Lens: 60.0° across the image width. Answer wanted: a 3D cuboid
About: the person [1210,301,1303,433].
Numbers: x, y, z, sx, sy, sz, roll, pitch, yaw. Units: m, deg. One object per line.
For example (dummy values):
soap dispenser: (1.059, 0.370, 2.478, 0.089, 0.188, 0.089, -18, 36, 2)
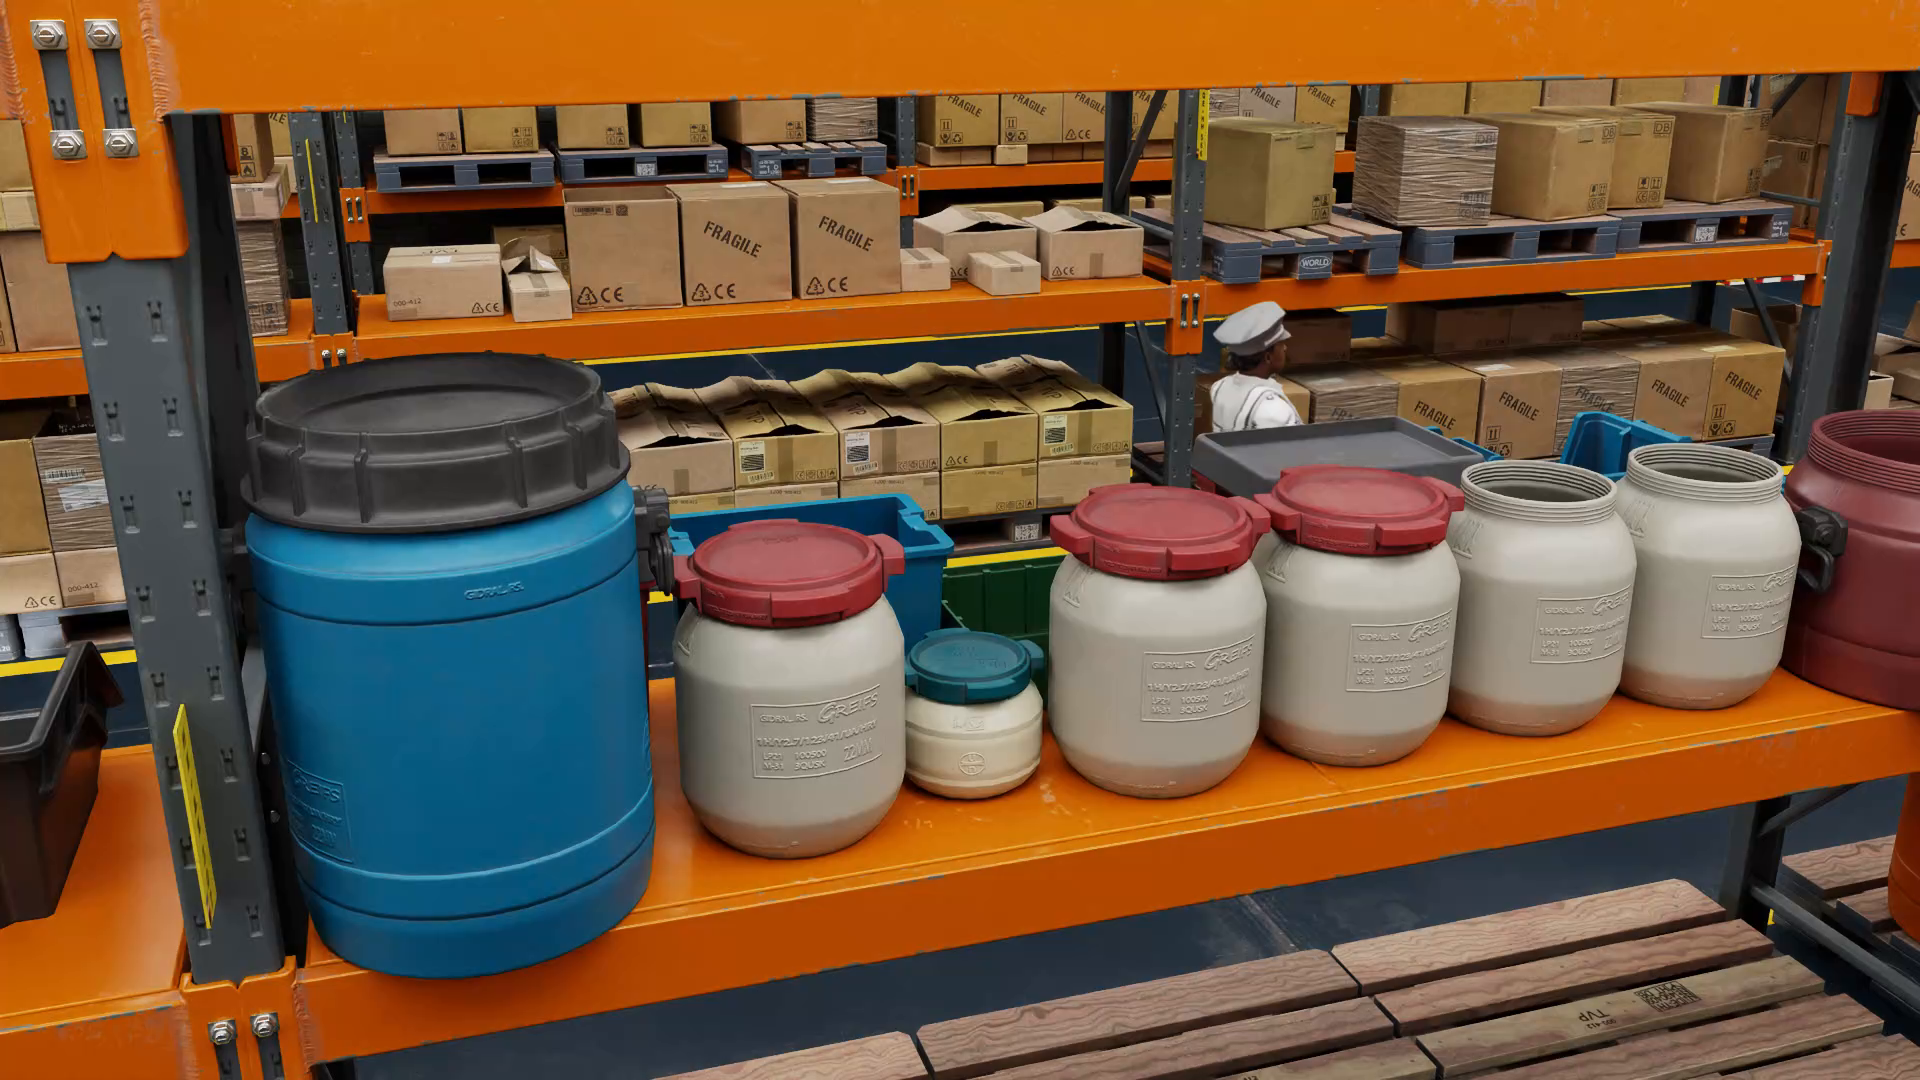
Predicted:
person: (1.169, -0.042, 6.146, 0.525, 1.686, 0.455, -6, 20, -17)
